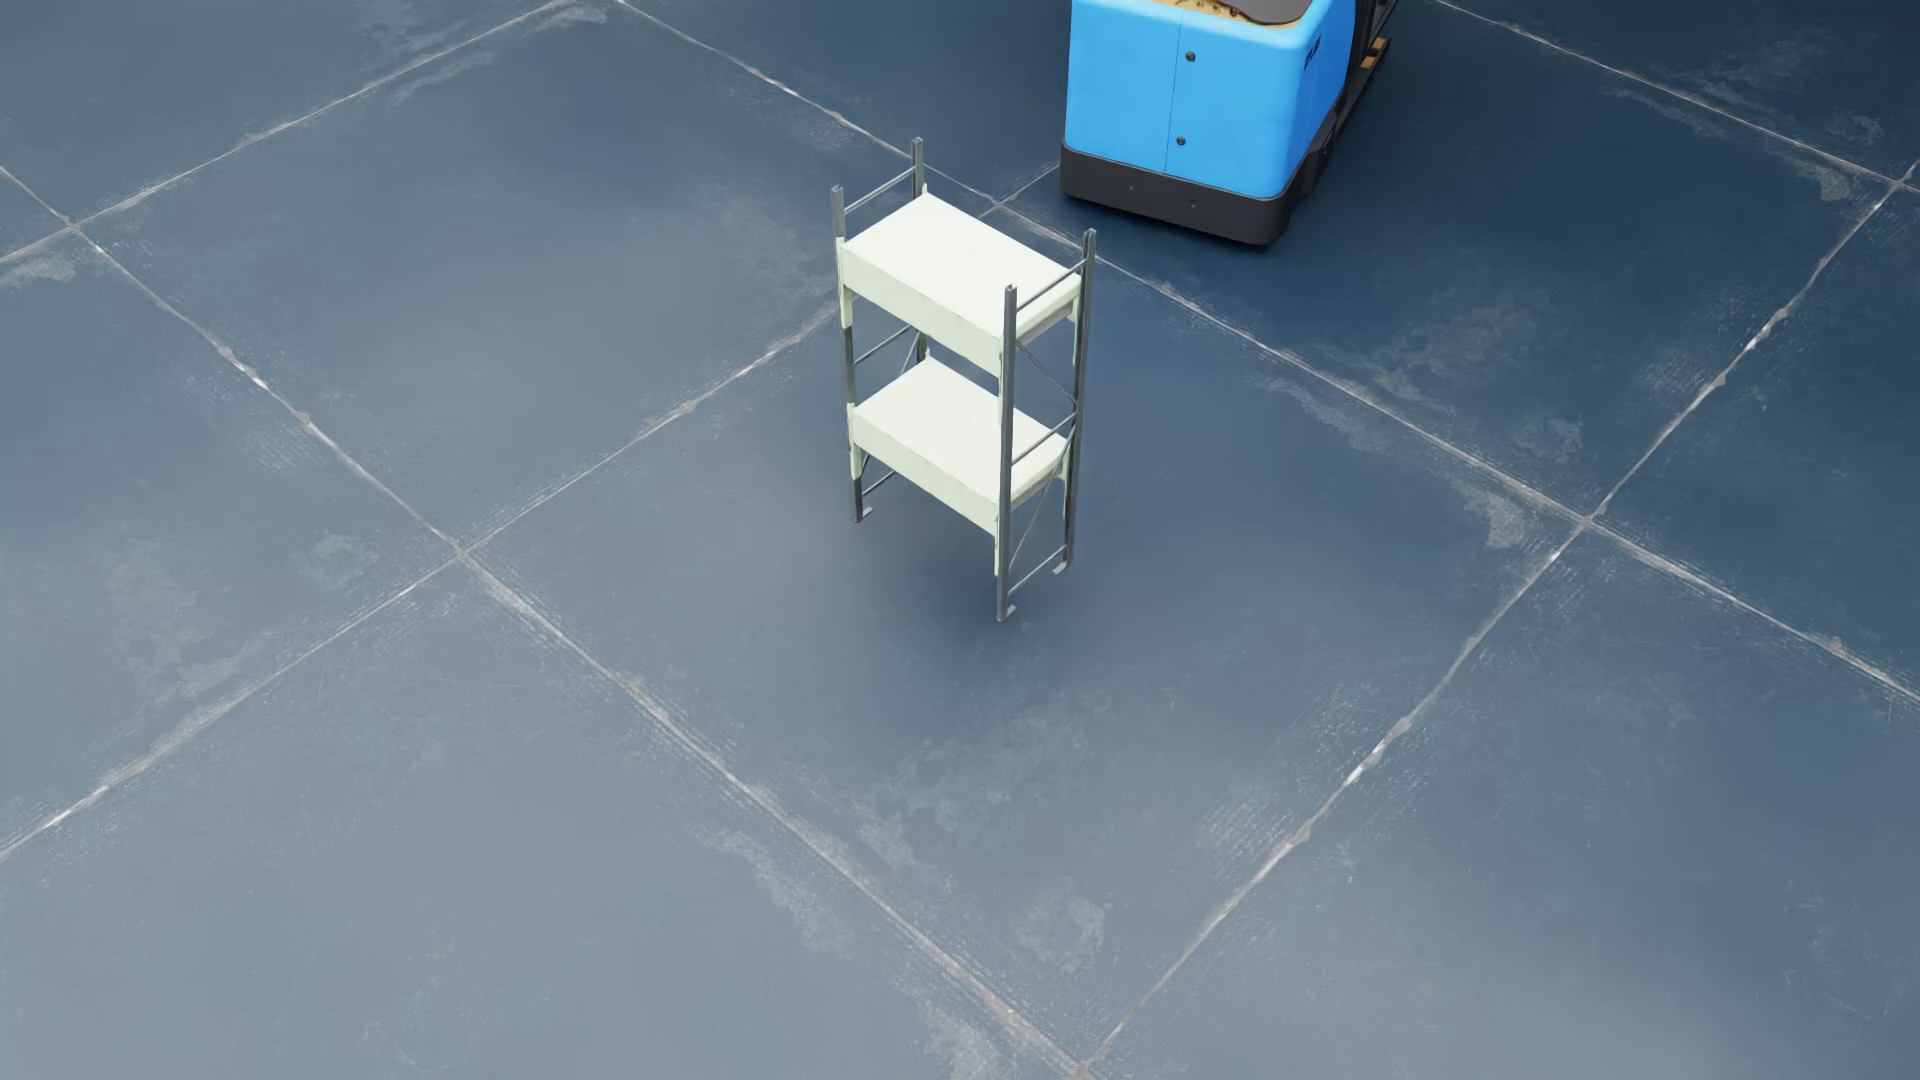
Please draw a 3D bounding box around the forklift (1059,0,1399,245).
[{"bbox_3d":[1.543,-3.399,7.431,1.130,2.935,3.031,19,50,17],"label":"forklift"}]

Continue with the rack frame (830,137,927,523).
[{"bbox_3d":[-0.264,-0.691,5.870,0.023,1.500,0.400,34,55,28],"label":"rack frame"}]

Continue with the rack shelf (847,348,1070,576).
[{"bbox_3d":[0.005,-0.287,5.938,0.720,0.370,0.431,34,55,28],"label":"rack shelf"}]

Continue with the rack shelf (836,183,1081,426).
[{"bbox_3d":[0.005,-0.777,5.416,0.720,0.370,0.431,34,55,28],"label":"rack shelf"}]

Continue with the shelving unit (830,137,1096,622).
[{"bbox_3d":[0.005,-0.510,5.700,0.755,1.500,0.431,34,55,28],"label":"shelving unit"}]

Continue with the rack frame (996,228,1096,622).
[{"bbox_3d":[0.274,-0.329,5.530,0.023,1.500,0.400,34,55,28],"label":"rack frame"}]
